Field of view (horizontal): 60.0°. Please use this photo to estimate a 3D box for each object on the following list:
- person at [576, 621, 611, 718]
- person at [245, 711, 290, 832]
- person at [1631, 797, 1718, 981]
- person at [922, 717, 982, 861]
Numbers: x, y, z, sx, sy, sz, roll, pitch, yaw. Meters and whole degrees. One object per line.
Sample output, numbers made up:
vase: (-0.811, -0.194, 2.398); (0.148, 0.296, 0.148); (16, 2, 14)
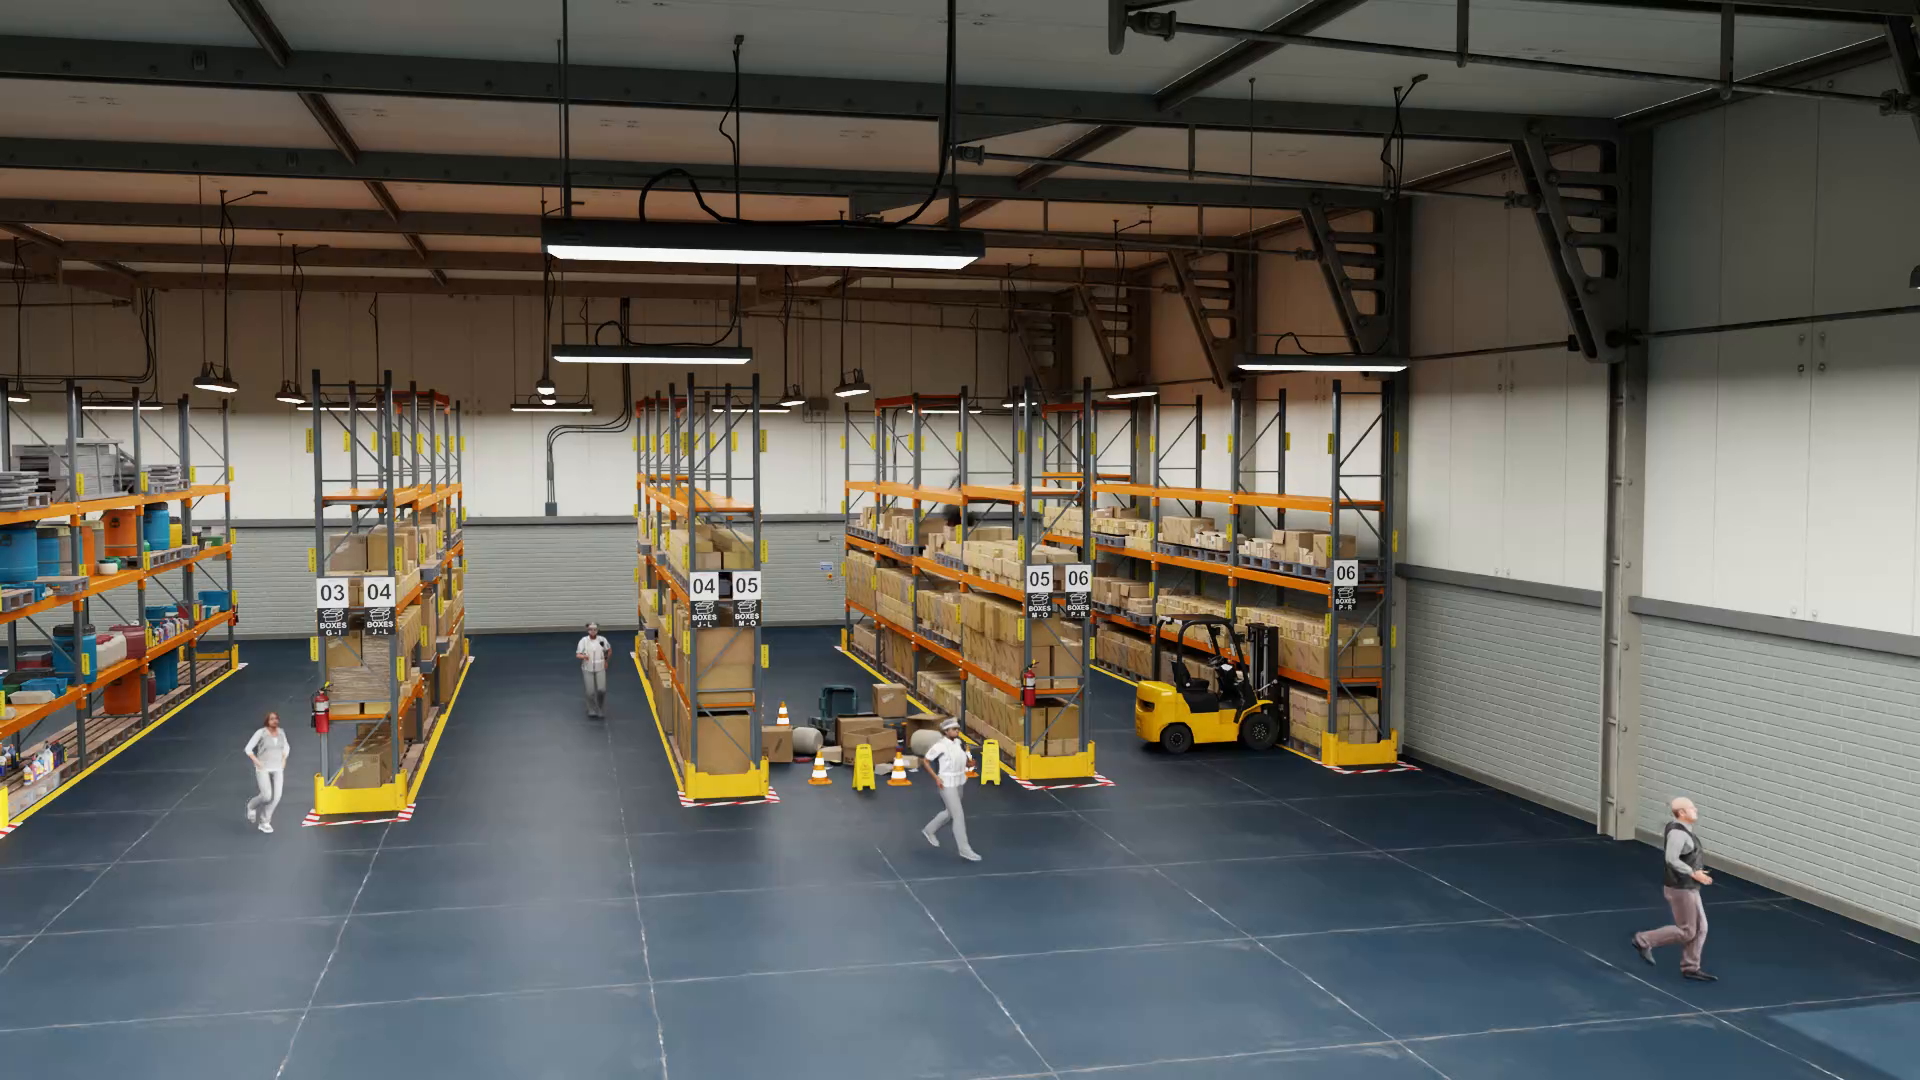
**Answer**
person: (-6.665, 2.378, 30.337); (0.645, 1.789, 0.651); (-1, 3, -16)
person: (-8.970, 2.988, 21.585); (0.507, 1.555, 0.564); (3, 4, 43)
person: (6.711, 3.252, 15.585); (0.752, 1.695, 0.657); (2, 4, 25)
person: (-0.111, 2.972, 20.120); (0.929, 1.687, 0.576); (2, 4, 34)
